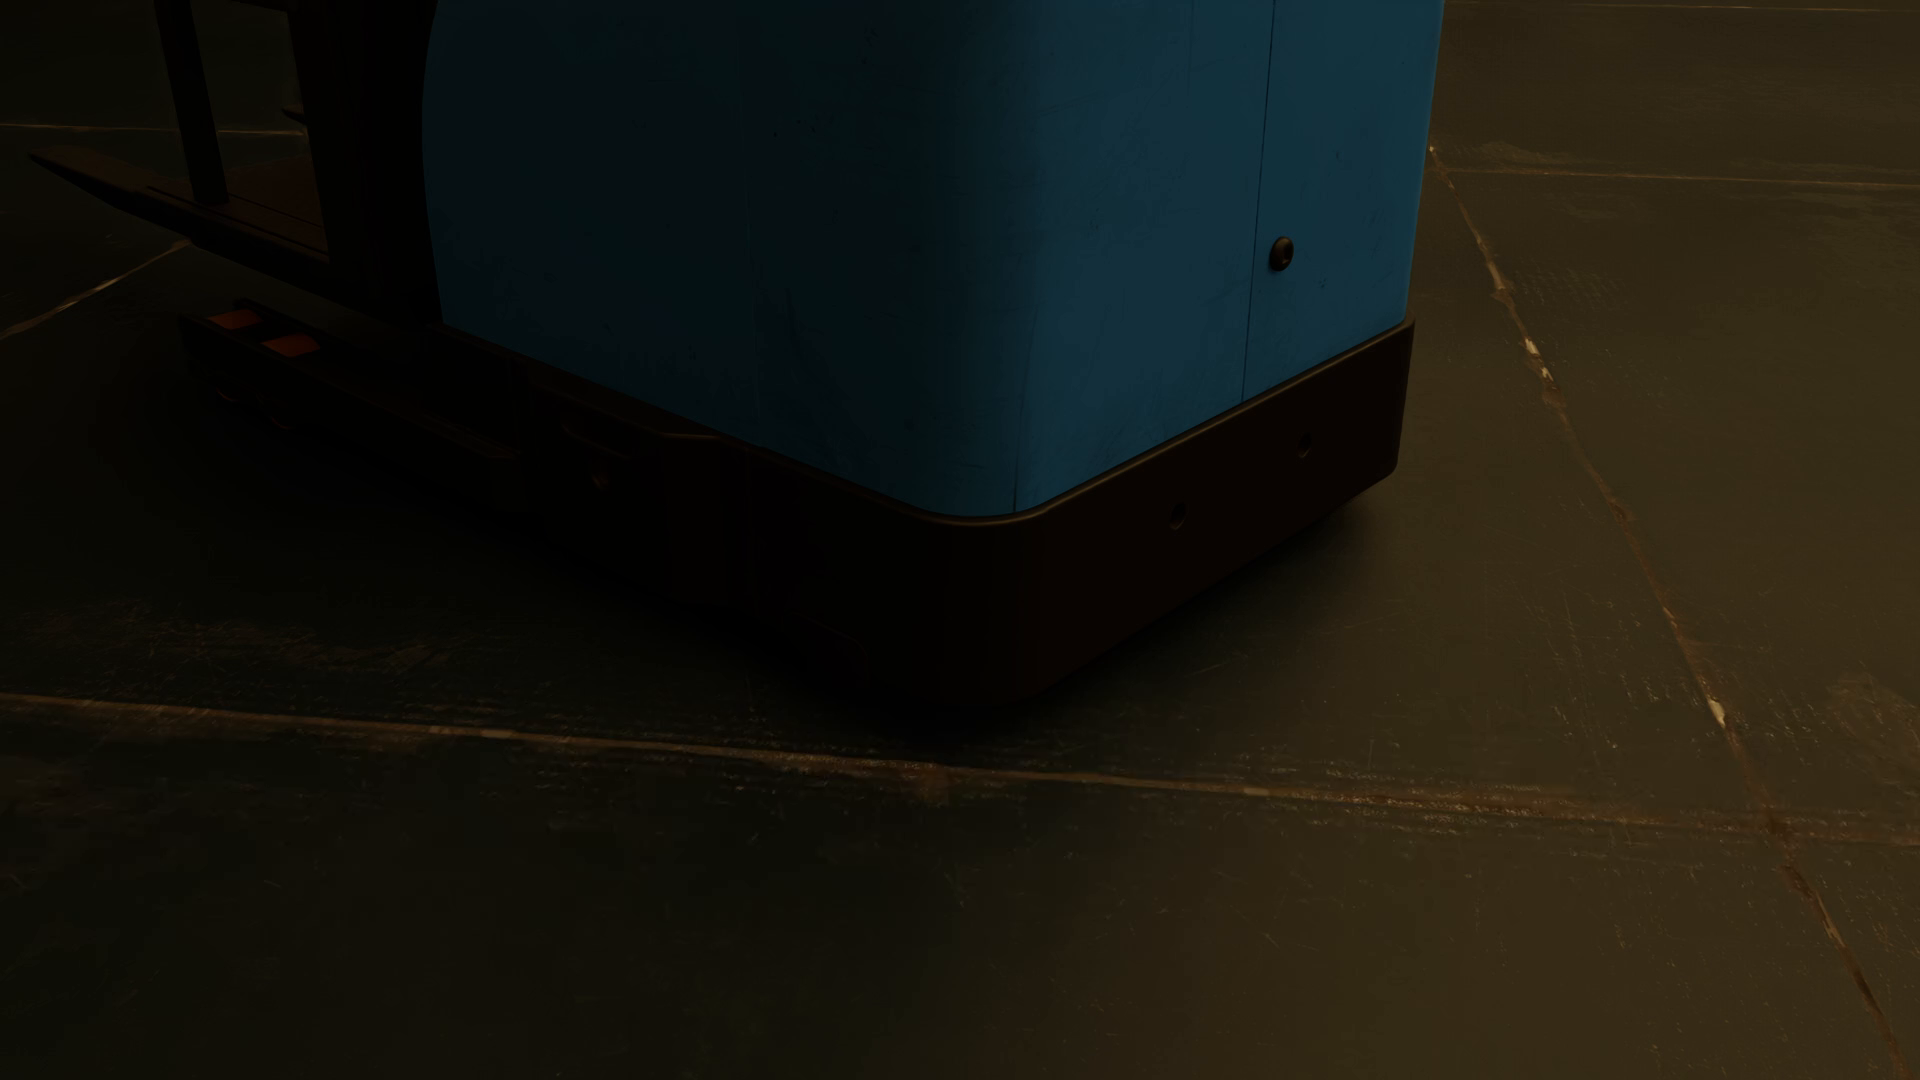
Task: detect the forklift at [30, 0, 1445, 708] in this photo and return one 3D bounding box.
[{"bbox_3d":[-0.756,-1.655,2.534,3.031,2.935,1.130,22,34,37],"label":"forklift"}]
